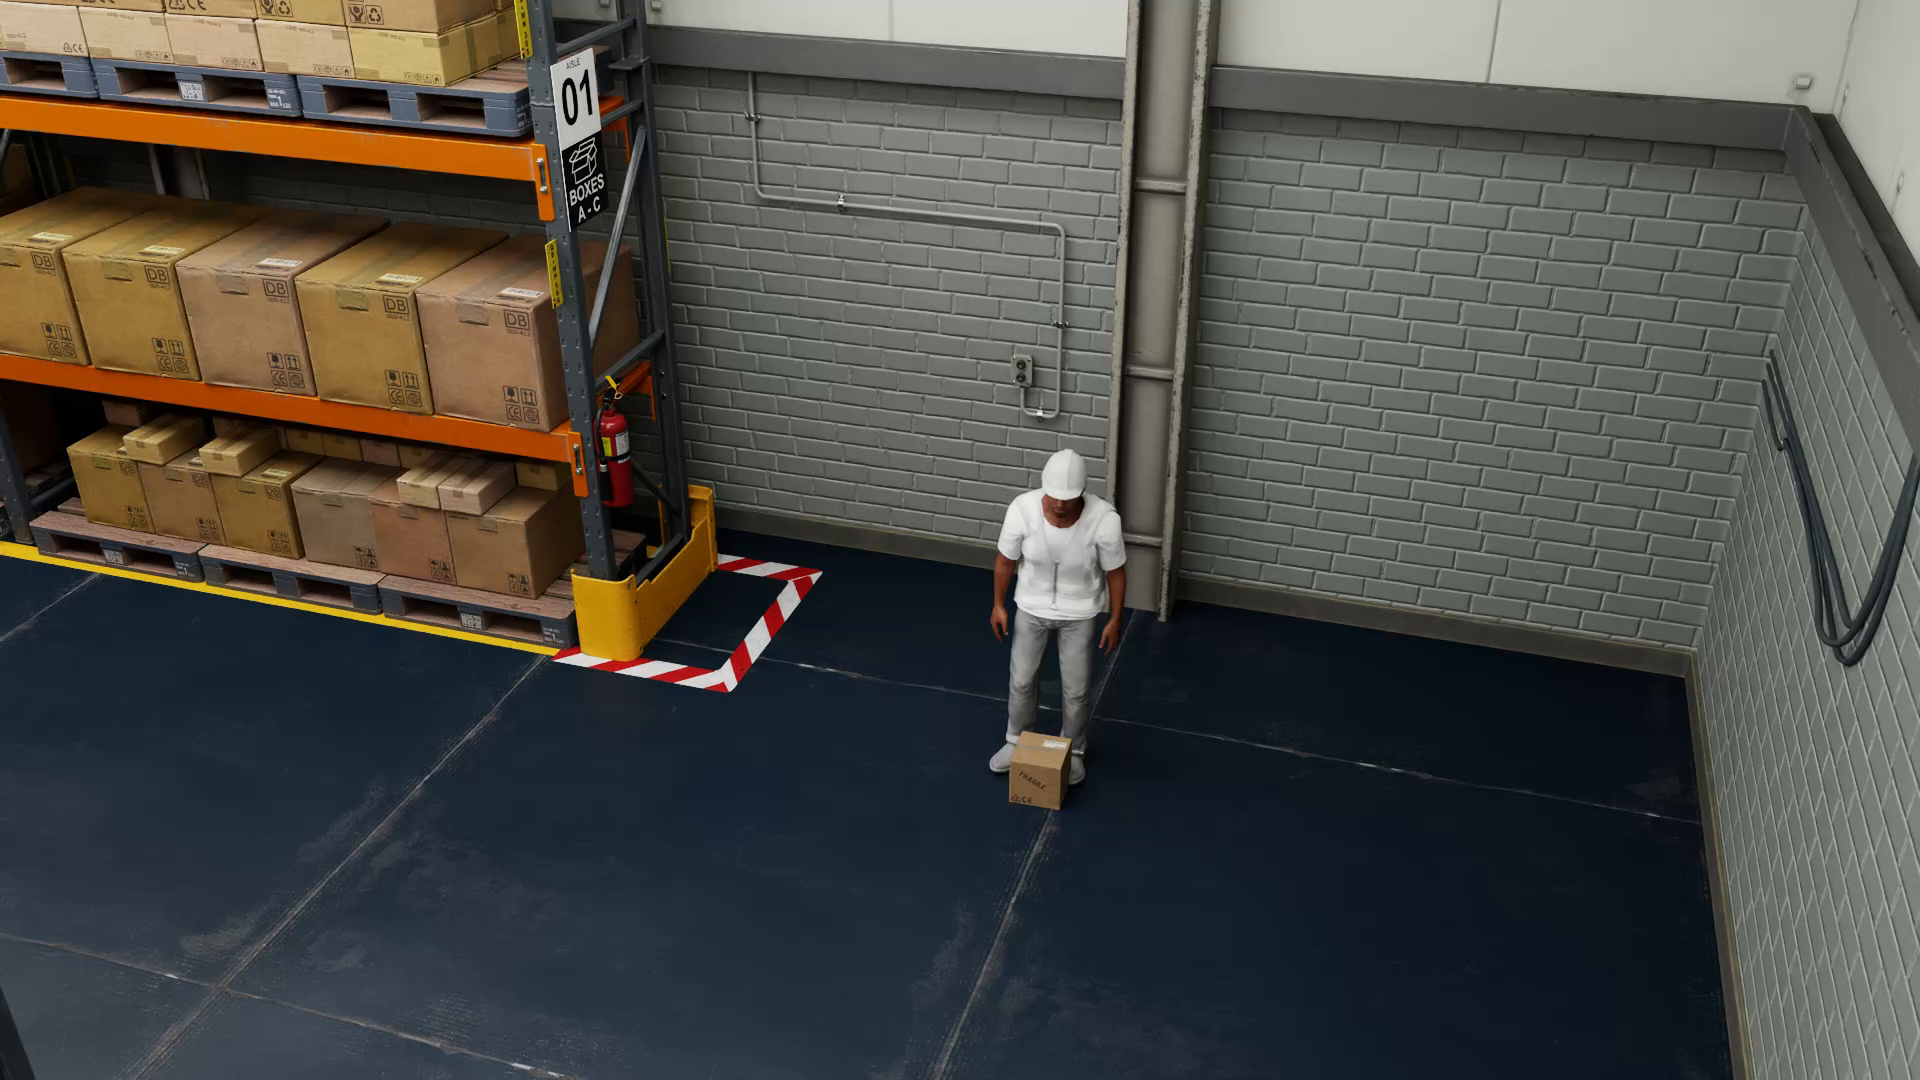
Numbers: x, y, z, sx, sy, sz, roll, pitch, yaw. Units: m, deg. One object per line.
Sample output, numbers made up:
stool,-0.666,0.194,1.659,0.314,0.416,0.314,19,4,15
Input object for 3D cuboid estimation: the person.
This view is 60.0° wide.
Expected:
person,0.458,0.043,7.696,0.632,1.062,0.462,7,30,12
